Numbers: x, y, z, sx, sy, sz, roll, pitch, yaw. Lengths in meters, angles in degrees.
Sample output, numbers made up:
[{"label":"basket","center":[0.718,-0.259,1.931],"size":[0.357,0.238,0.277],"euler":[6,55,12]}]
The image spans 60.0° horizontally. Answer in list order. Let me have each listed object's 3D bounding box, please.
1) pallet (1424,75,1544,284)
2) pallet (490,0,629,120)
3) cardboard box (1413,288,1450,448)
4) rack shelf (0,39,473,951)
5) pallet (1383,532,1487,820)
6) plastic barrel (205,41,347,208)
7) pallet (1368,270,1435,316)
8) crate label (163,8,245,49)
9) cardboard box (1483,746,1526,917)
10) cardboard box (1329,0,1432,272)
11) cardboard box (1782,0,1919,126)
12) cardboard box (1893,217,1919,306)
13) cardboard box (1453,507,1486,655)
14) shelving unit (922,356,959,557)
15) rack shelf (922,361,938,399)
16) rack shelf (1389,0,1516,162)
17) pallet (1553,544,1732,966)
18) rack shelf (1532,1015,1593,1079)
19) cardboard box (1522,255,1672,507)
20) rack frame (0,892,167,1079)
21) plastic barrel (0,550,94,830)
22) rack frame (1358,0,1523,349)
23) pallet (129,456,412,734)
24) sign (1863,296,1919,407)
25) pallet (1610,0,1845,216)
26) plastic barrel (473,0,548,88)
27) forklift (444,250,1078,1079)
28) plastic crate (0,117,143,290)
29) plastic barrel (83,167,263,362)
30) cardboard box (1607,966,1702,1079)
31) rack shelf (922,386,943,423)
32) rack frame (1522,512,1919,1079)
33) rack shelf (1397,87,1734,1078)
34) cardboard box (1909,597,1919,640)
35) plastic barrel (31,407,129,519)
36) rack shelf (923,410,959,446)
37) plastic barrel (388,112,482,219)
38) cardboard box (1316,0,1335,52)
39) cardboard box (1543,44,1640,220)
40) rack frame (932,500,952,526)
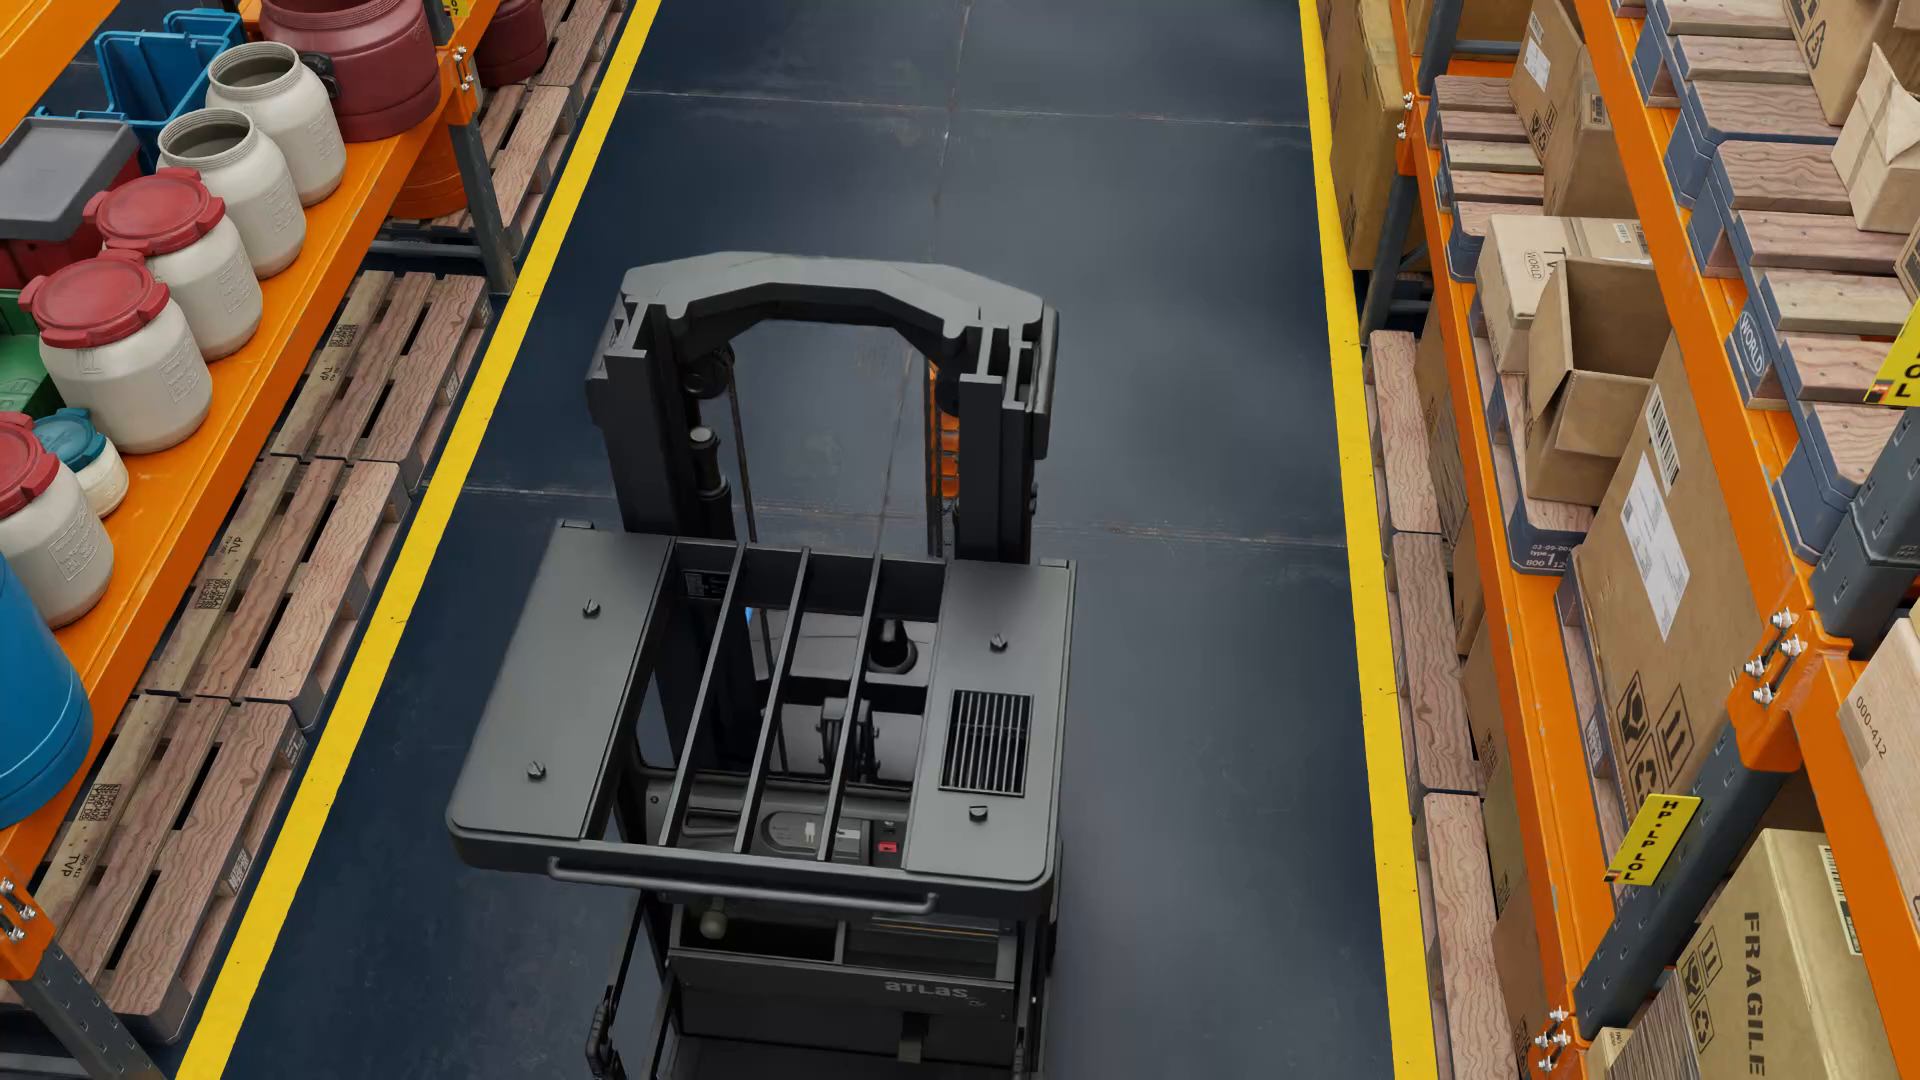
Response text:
[{"label":"pallet","center":[2.368,-1.303,6.065],"size":[1.213,0.211,1.003],"euler":[4,48,4]},{"label":"pallet","center":[-2.461,-2.767,9.164],"size":[1.003,0.211,1.213],"euler":[4,48,4]},{"label":"cardboard box","center":[2.286,-0.710,6.788],"size":[0.700,0.500,0.500],"euler":[2,48,1]},{"label":"rack shelf","center":[-2.788,-0.519,5.706],"size":[1.077,0.370,4.000],"euler":[4,48,4]},{"label":"pallet","center":[2.140,0.510,6.166],"size":[1.003,0.211,1.213],"euler":[4,48,4]},{"label":"plastic barrel","center":[-2.487,-1.499,6.039],"size":[0.421,0.512,0.421],"euler":[0,48,0]},{"label":"pallet","center":[2.474,-1.532,8.034],"size":[1.003,0.211,1.213],"euler":[4,48,4]},{"label":"crate label","center":[-3.017,-1.891,6.586],"size":[0.303,0.233,0.416],"euler":[4,48,4]},{"label":"cardboard box","center":[2.102,0.937,5.282],"size":[0.700,0.500,0.500],"euler":[4,48,3]},{"label":"cardboard box","center":[2.410,-1.829,7.571],"size":[1.225,0.875,0.875],"euler":[2,48,2]},{"label":"cardboard box","center":[2.189,-1.180,3.435],"size":[0.797,0.503,0.637],"euler":[6,48,5]},{"label":"cardboard box","center":[2.104,-0.487,2.801],"size":[0.797,0.503,0.637],"euler":[2,48,2]},{"label":"cardboard box","center":[2.203,0.116,6.033],"size":[0.700,0.500,0.500],"euler":[7,48,7]},{"label":"shelving unit","center":[-0.001,-0.394,6.323],"size":[0.258,1.200,0.189],"euler":[4,48,4]},{"label":"rack shelf","center":[-0.001,-0.607,6.091],"size":[0.258,0.103,0.180],"euler":[4,48,4]},{"label":"rack shelf","center":[2.509,-3.126,8.089],"size":[1.077,0.370,4.000],"euler":[4,48,4]},{"label":"pallet","center":[2.177,0.553,4.367],"size":[1.003,0.211,1.213],"euler":[4,48,4]},{"label":"rack shelf","center":[1.780,2.753,2.713],"size":[1.077,0.370,4.000],"euler":[4,48,4]},{"label":"cardboard box","center":[2.028,-0.416,4.769],"size":[0.797,0.503,0.637],"euler":[8,48,8]},{"label":"rack frame","center":[-2.967,0.708,4.096],"size":[0.949,2.616,0.053],"euler":[4,48,4]},{"label":"plastic barrel","center":[-2.633,0.275,4.152],"size":[0.600,0.901,0.708],"euler":[4,48,4]},{"label":"rack frame","center":[2.327,-1.899,6.480],"size":[1.000,3.000,0.127],"euler":[4,48,4]},{"label":"pallet","center":[-2.829,0.170,6.477],"size":[1.003,0.211,1.213],"euler":[4,48,4]},{"label":"sign","center":[1.409,-0.314,2.380],"size":[0.100,0.325,0.005],"euler":[4,48,4]},{"label":"pallet","center":[2.216,-1.117,3.860],"size":[1.213,0.211,1.003],"euler":[4,48,4]},{"label":"plastic barrel","center":[-2.475,-2.750,8.608],"size":[0.600,0.588,0.708],"euler":[4,48,4]},{"label":"forklift","center":[-0.332,0.915,3.953],"size":[1.130,2.935,3.031],"euler":[5,48,4]},{"label":"plastic crate","center":[-3.058,-1.087,5.694],"size":[0.402,0.464,0.583],"euler":[4,48,4]},{"label":"plastic barrel","center":[-2.558,-0.884,5.459],"size":[0.433,0.535,0.433],"euler":[0,48,0]},{"label":"cardboard box","center":[1.860,1.233,3.346],"size":[0.875,0.500,0.500],"euler":[4,48,4]},{"label":"rack shelf","center":[-0.001,-0.526,6.179],"size":[0.258,0.103,0.180],"euler":[4,48,4]},{"label":"rack frame","center":[1.962,1.041,3.791],"size":[1.000,3.000,0.127],"euler":[4,48,4]},{"label":"rack shelf","center":[2.144,-0.186,5.401],"size":[1.077,0.370,4.000],"euler":[4,48,4]},{"label":"cardboard box","center":[1.626,0.162,2.393],"size":[0.380,0.149,0.250],"euler":[3,48,2]},{"label":"plastic barrel","center":[-2.697,-0.208,5.027],"size":[0.301,0.262,0.301],"euler":[0,48,0]},{"label":"rack shelf","center":[-0.001,-0.445,6.268],"size":[0.258,0.103,0.180],"euler":[4,48,4]},{"label":"plastic barrel","center":[-2.578,-2.002,7.760],"size":[0.600,0.830,0.708],"euler":[4,48,4]},{"label":"cardboard box","center":[2.572,-3.134,8.765],"size":[1.225,0.875,0.875],"euler":[2,48,2]},{"label":"cardboard box","center":[2.366,-1.258,5.541],"size":[0.700,0.500,0.500],"euler":[10,48,9]},{"label":"rack frame","center":[0.007,-0.462,6.385],"size":[0.240,1.200,0.006],"euler":[4,48,4]}]
